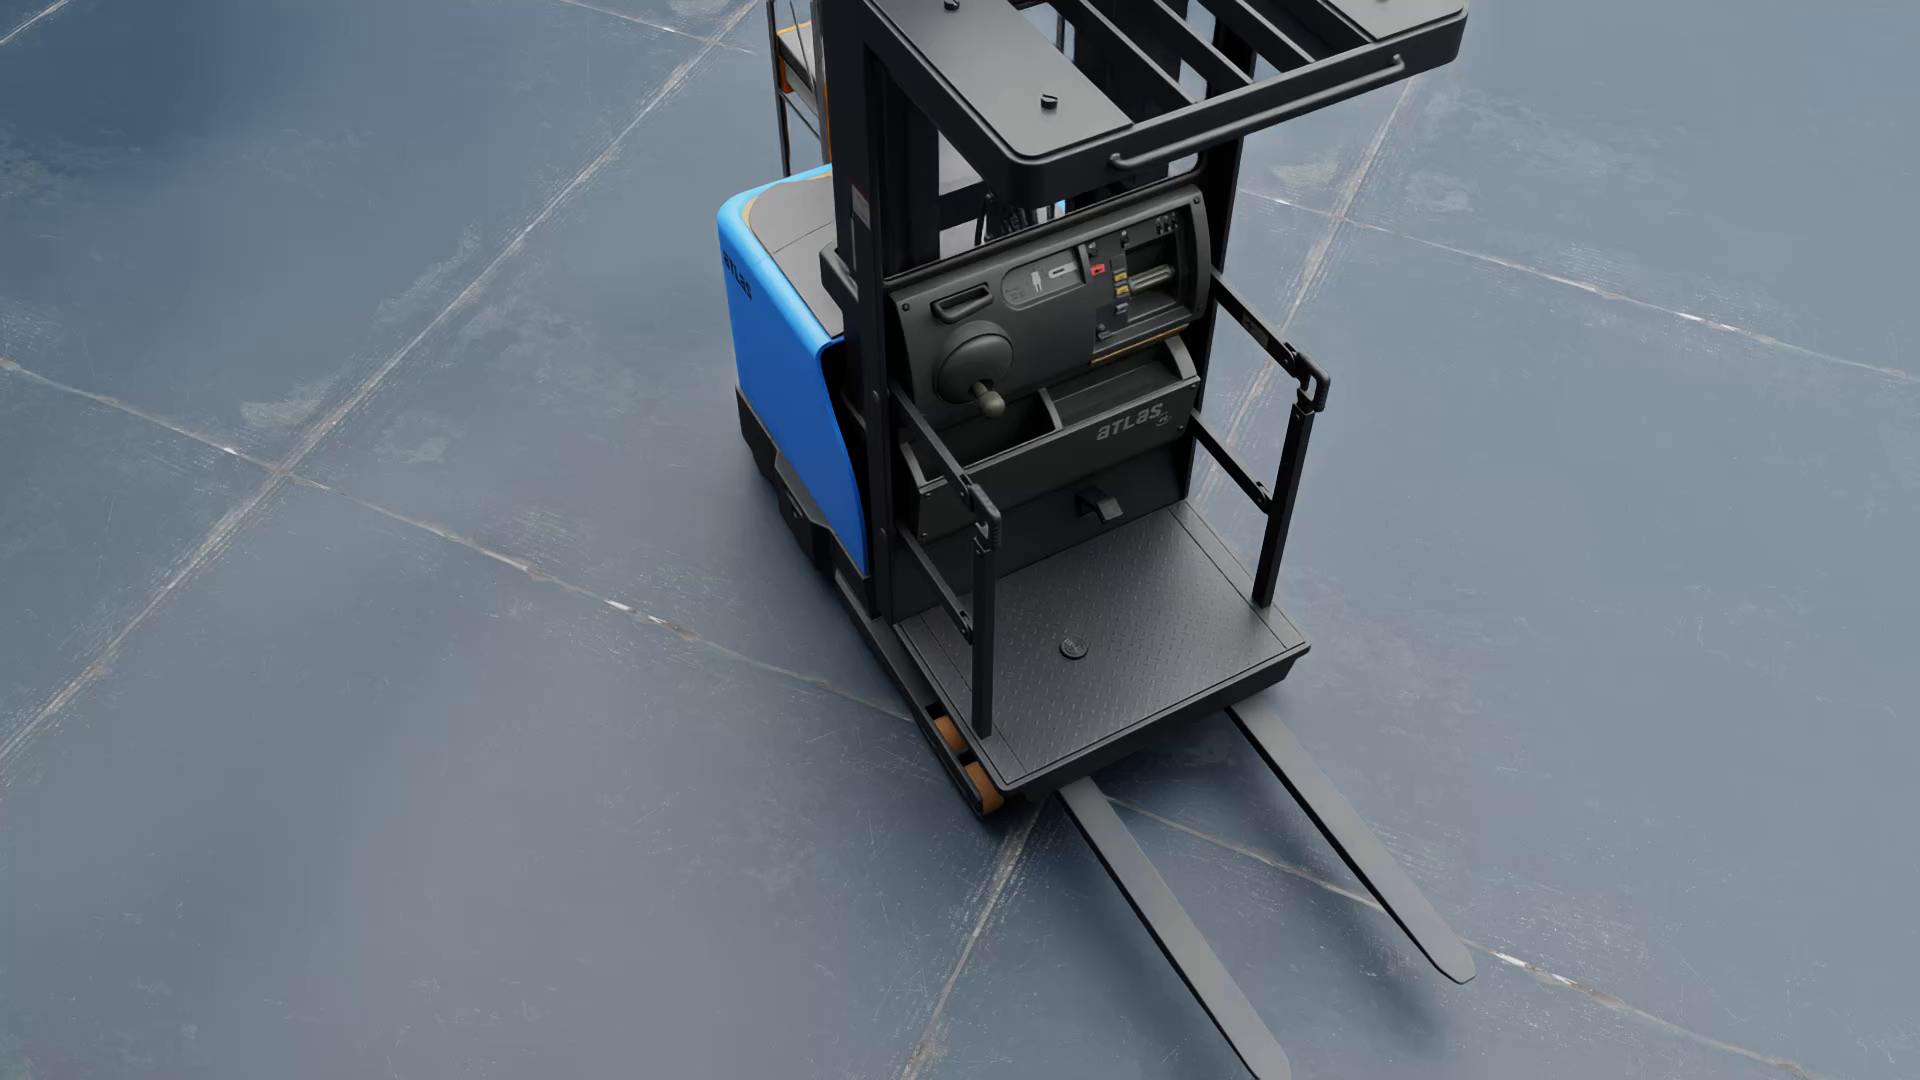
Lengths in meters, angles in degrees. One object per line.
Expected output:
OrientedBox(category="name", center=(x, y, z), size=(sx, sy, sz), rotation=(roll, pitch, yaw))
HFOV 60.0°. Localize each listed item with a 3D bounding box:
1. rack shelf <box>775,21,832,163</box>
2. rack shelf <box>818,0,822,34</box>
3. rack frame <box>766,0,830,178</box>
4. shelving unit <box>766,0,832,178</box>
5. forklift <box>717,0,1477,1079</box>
OrientedBox(category="rack shelf", center=(-0.318, -1.497, 5.661), size=(0.480, 0.518, 0.431), rotation=(-23, 53, -18))
OrientedBox(category="rack shelf", center=(-0.320, -1.954, 5.130), size=(0.480, 0.518, 0.431), rotation=(-23, 53, -18))
OrientedBox(category="rack frame", center=(-0.531, -1.416, 5.574), size=(0.015, 2.100, 0.400), rotation=(-23, 53, -18))
OrientedBox(category="shelving unit", center=(-0.318, -1.506, 5.651), size=(0.503, 2.100, 0.431), rotation=(-23, 53, -18))
OrientedBox(category="forklift", center=(0.366, -0.524, 4.271), size=(1.130, 2.935, 3.031), rotation=(-23, 53, -18))
